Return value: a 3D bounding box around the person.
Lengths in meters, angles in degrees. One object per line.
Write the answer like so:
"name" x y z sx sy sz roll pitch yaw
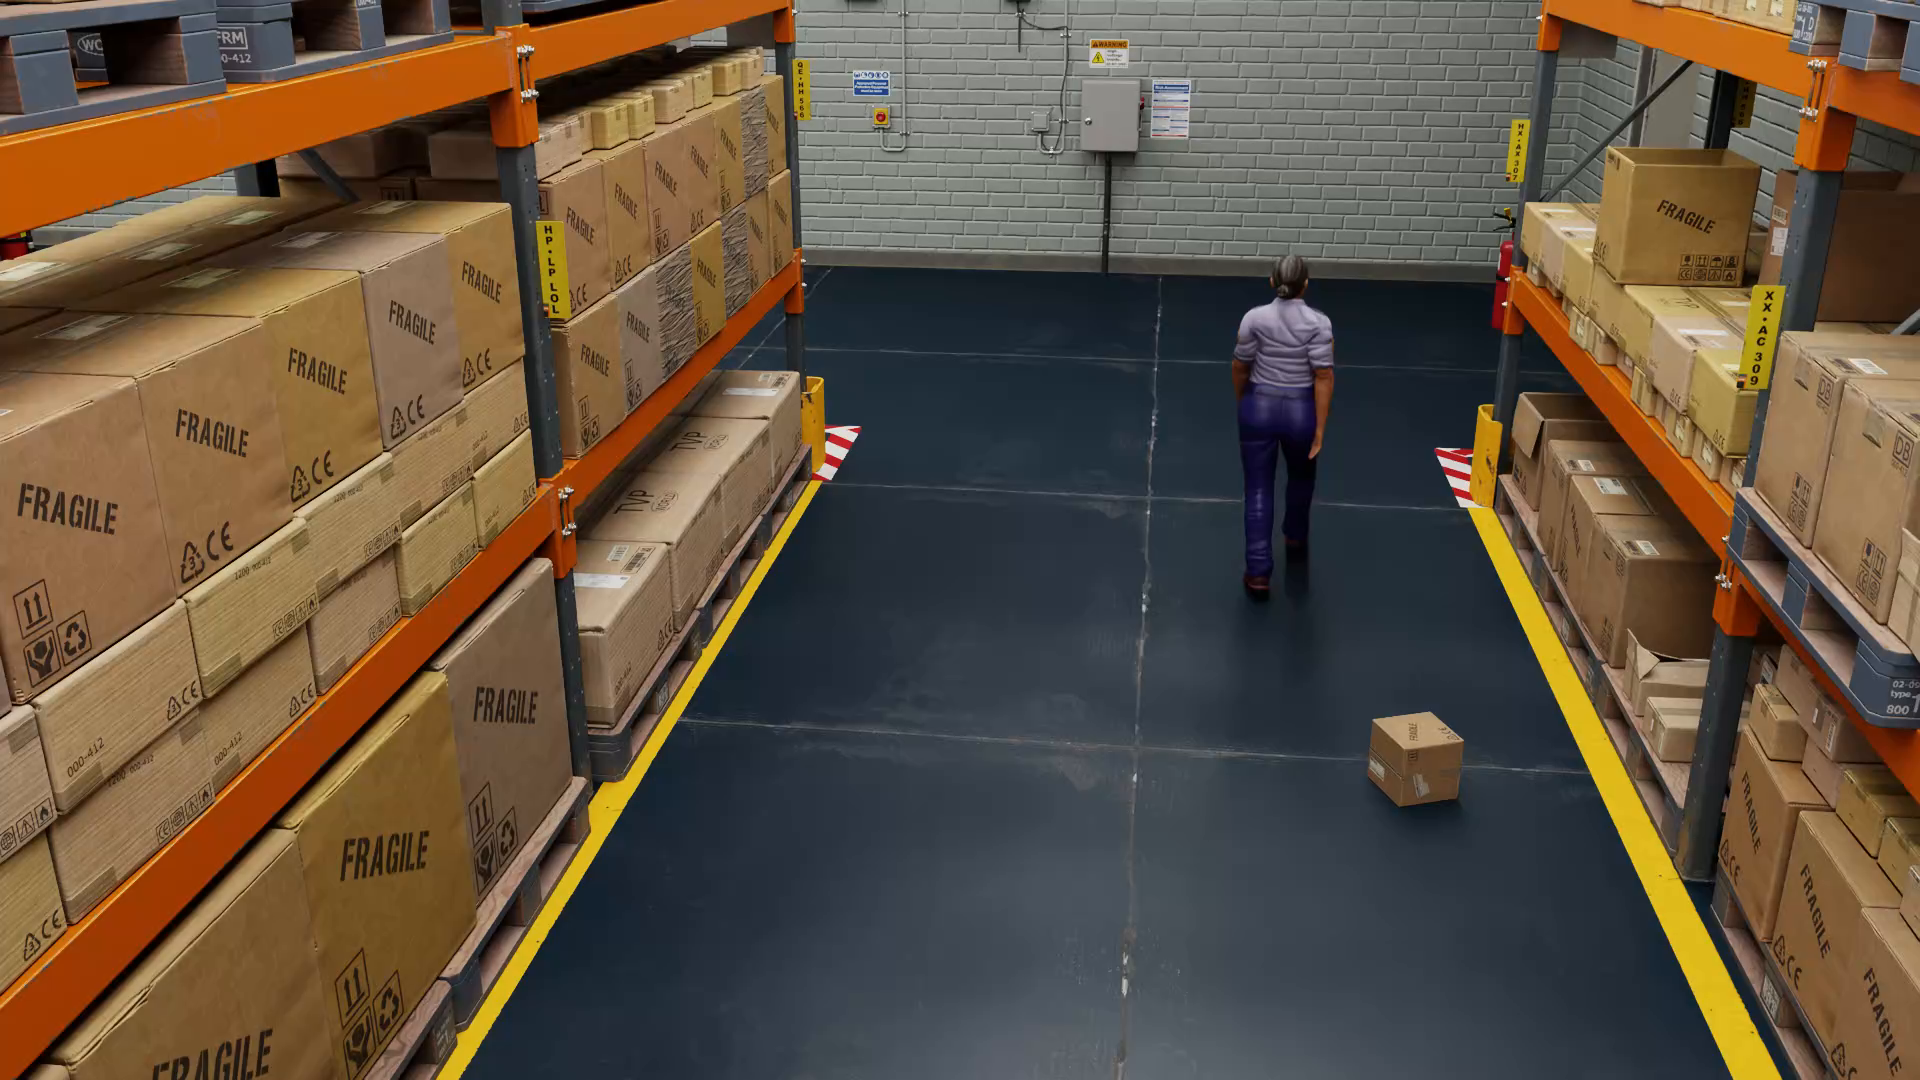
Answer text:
"person" 1.569 -0.624 8.178 0.490 1.612 0.930 4 22 10
